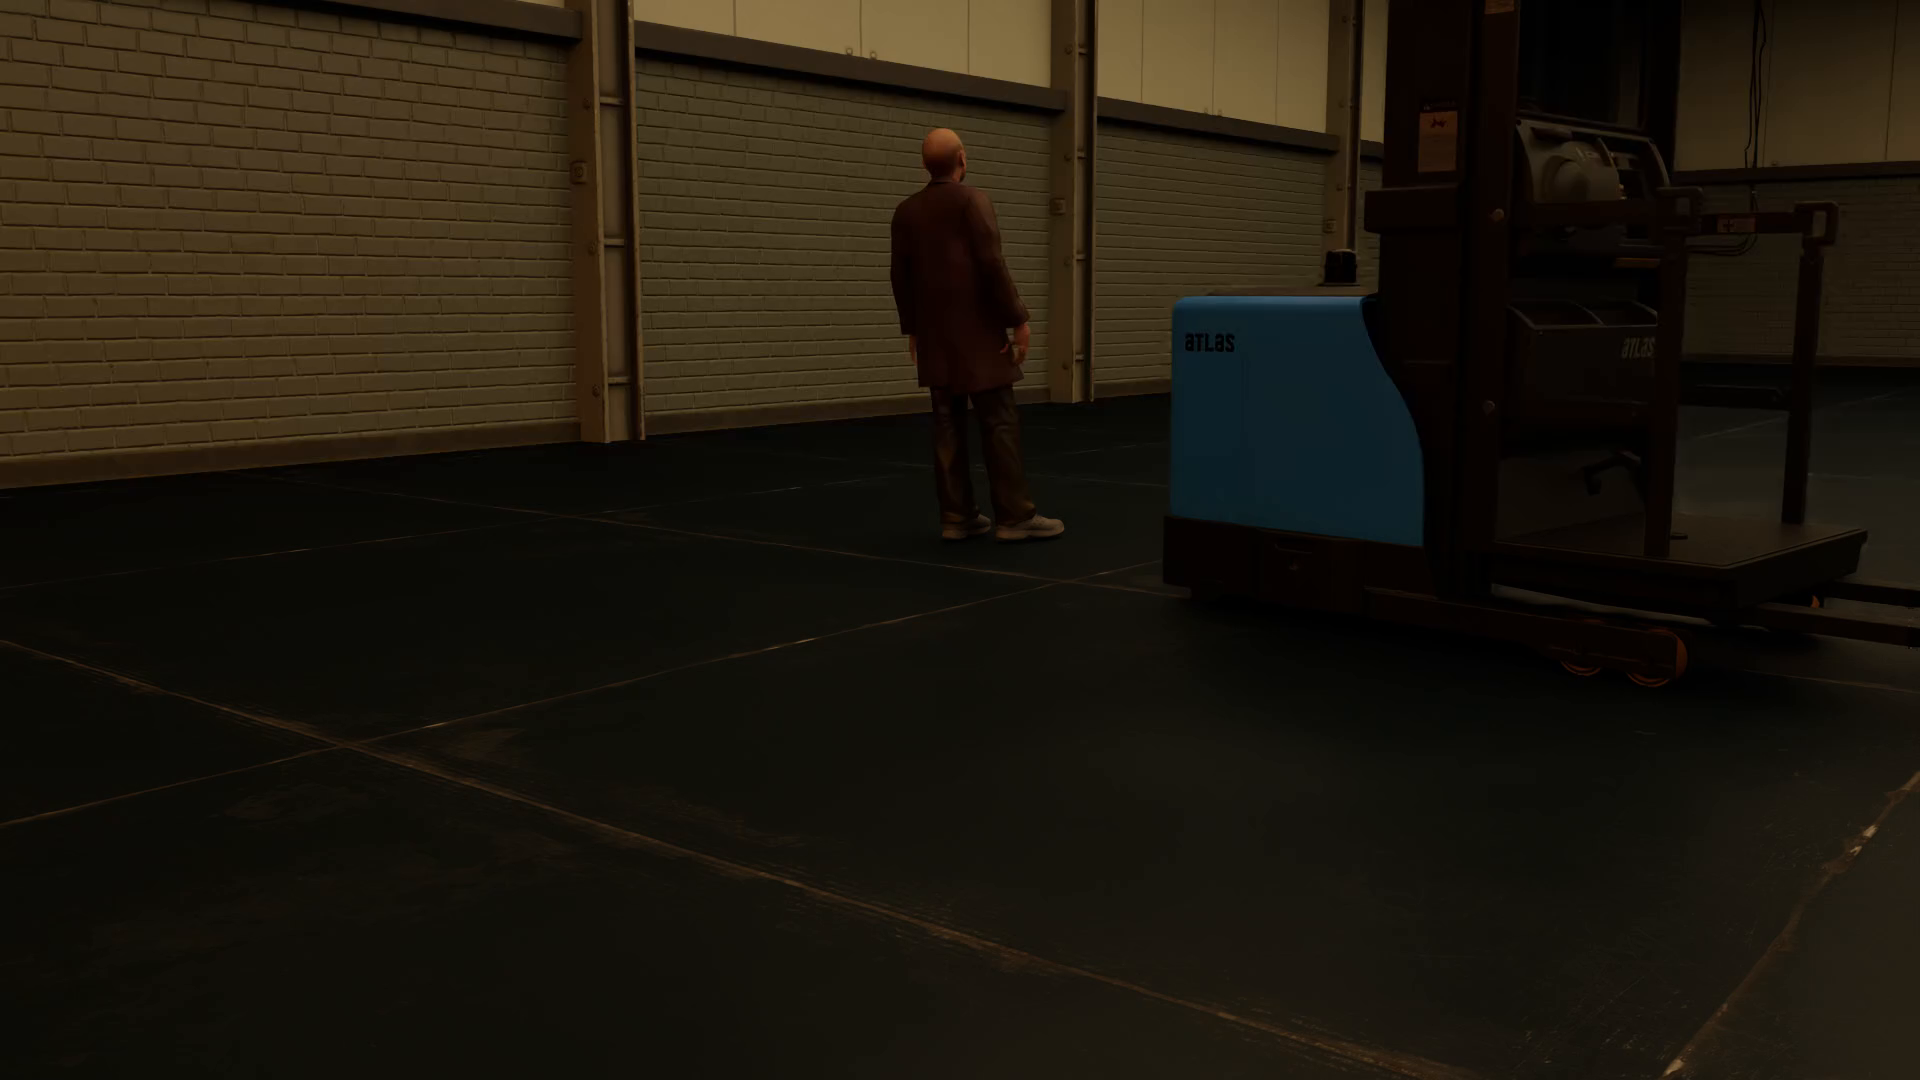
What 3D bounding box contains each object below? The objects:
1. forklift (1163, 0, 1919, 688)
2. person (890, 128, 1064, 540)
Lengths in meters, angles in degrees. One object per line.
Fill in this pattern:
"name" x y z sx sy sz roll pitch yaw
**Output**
"forklift" 2.100 -1.125 4.967 1.130 2.935 3.031 -8 11 -43
"person" 0.065 -0.897 7.340 0.686 1.778 0.579 7 11 38
